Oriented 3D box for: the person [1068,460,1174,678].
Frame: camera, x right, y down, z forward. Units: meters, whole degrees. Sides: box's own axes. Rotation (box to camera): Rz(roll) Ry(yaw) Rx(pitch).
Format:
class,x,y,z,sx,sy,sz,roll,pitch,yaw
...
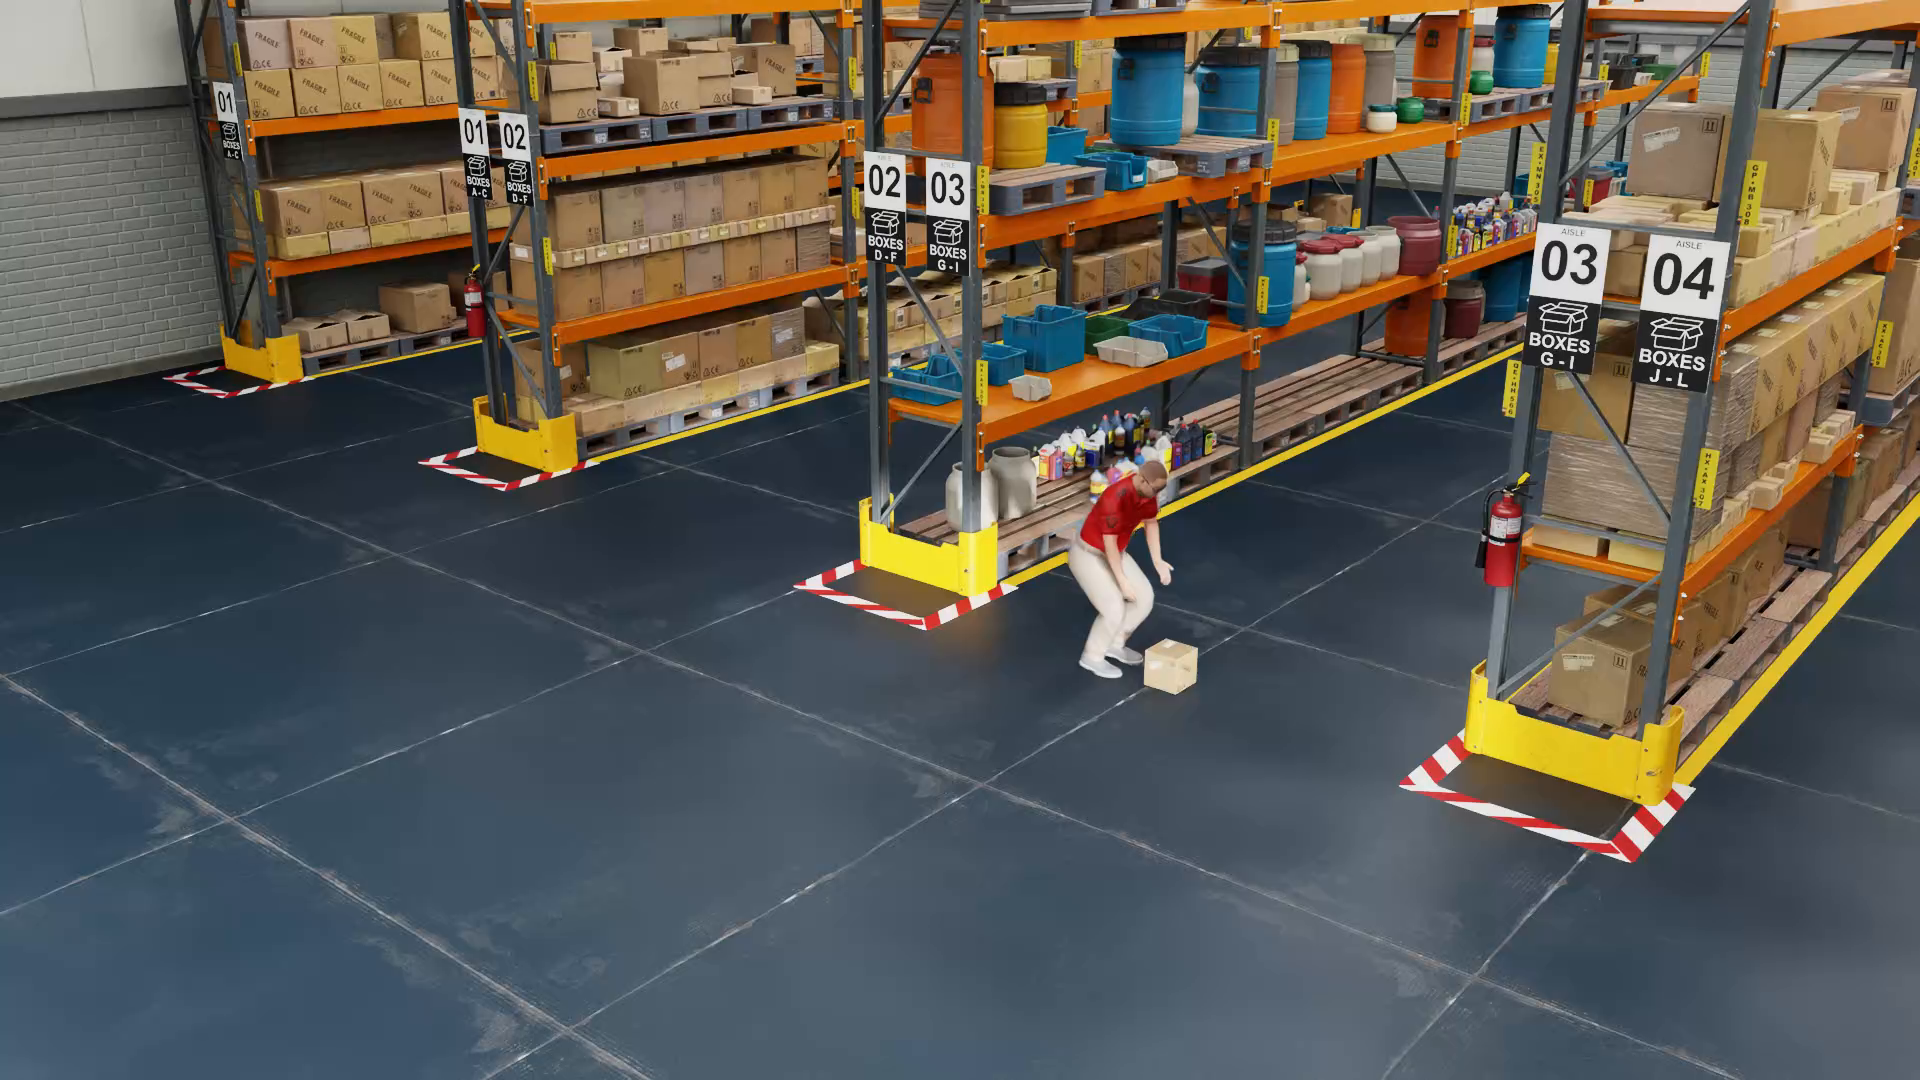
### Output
class,x,y,z,sx,sy,sz,roll,pitch,yaw
person,1.066,0.144,11.062,0.644,1.494,0.587,16,25,37
